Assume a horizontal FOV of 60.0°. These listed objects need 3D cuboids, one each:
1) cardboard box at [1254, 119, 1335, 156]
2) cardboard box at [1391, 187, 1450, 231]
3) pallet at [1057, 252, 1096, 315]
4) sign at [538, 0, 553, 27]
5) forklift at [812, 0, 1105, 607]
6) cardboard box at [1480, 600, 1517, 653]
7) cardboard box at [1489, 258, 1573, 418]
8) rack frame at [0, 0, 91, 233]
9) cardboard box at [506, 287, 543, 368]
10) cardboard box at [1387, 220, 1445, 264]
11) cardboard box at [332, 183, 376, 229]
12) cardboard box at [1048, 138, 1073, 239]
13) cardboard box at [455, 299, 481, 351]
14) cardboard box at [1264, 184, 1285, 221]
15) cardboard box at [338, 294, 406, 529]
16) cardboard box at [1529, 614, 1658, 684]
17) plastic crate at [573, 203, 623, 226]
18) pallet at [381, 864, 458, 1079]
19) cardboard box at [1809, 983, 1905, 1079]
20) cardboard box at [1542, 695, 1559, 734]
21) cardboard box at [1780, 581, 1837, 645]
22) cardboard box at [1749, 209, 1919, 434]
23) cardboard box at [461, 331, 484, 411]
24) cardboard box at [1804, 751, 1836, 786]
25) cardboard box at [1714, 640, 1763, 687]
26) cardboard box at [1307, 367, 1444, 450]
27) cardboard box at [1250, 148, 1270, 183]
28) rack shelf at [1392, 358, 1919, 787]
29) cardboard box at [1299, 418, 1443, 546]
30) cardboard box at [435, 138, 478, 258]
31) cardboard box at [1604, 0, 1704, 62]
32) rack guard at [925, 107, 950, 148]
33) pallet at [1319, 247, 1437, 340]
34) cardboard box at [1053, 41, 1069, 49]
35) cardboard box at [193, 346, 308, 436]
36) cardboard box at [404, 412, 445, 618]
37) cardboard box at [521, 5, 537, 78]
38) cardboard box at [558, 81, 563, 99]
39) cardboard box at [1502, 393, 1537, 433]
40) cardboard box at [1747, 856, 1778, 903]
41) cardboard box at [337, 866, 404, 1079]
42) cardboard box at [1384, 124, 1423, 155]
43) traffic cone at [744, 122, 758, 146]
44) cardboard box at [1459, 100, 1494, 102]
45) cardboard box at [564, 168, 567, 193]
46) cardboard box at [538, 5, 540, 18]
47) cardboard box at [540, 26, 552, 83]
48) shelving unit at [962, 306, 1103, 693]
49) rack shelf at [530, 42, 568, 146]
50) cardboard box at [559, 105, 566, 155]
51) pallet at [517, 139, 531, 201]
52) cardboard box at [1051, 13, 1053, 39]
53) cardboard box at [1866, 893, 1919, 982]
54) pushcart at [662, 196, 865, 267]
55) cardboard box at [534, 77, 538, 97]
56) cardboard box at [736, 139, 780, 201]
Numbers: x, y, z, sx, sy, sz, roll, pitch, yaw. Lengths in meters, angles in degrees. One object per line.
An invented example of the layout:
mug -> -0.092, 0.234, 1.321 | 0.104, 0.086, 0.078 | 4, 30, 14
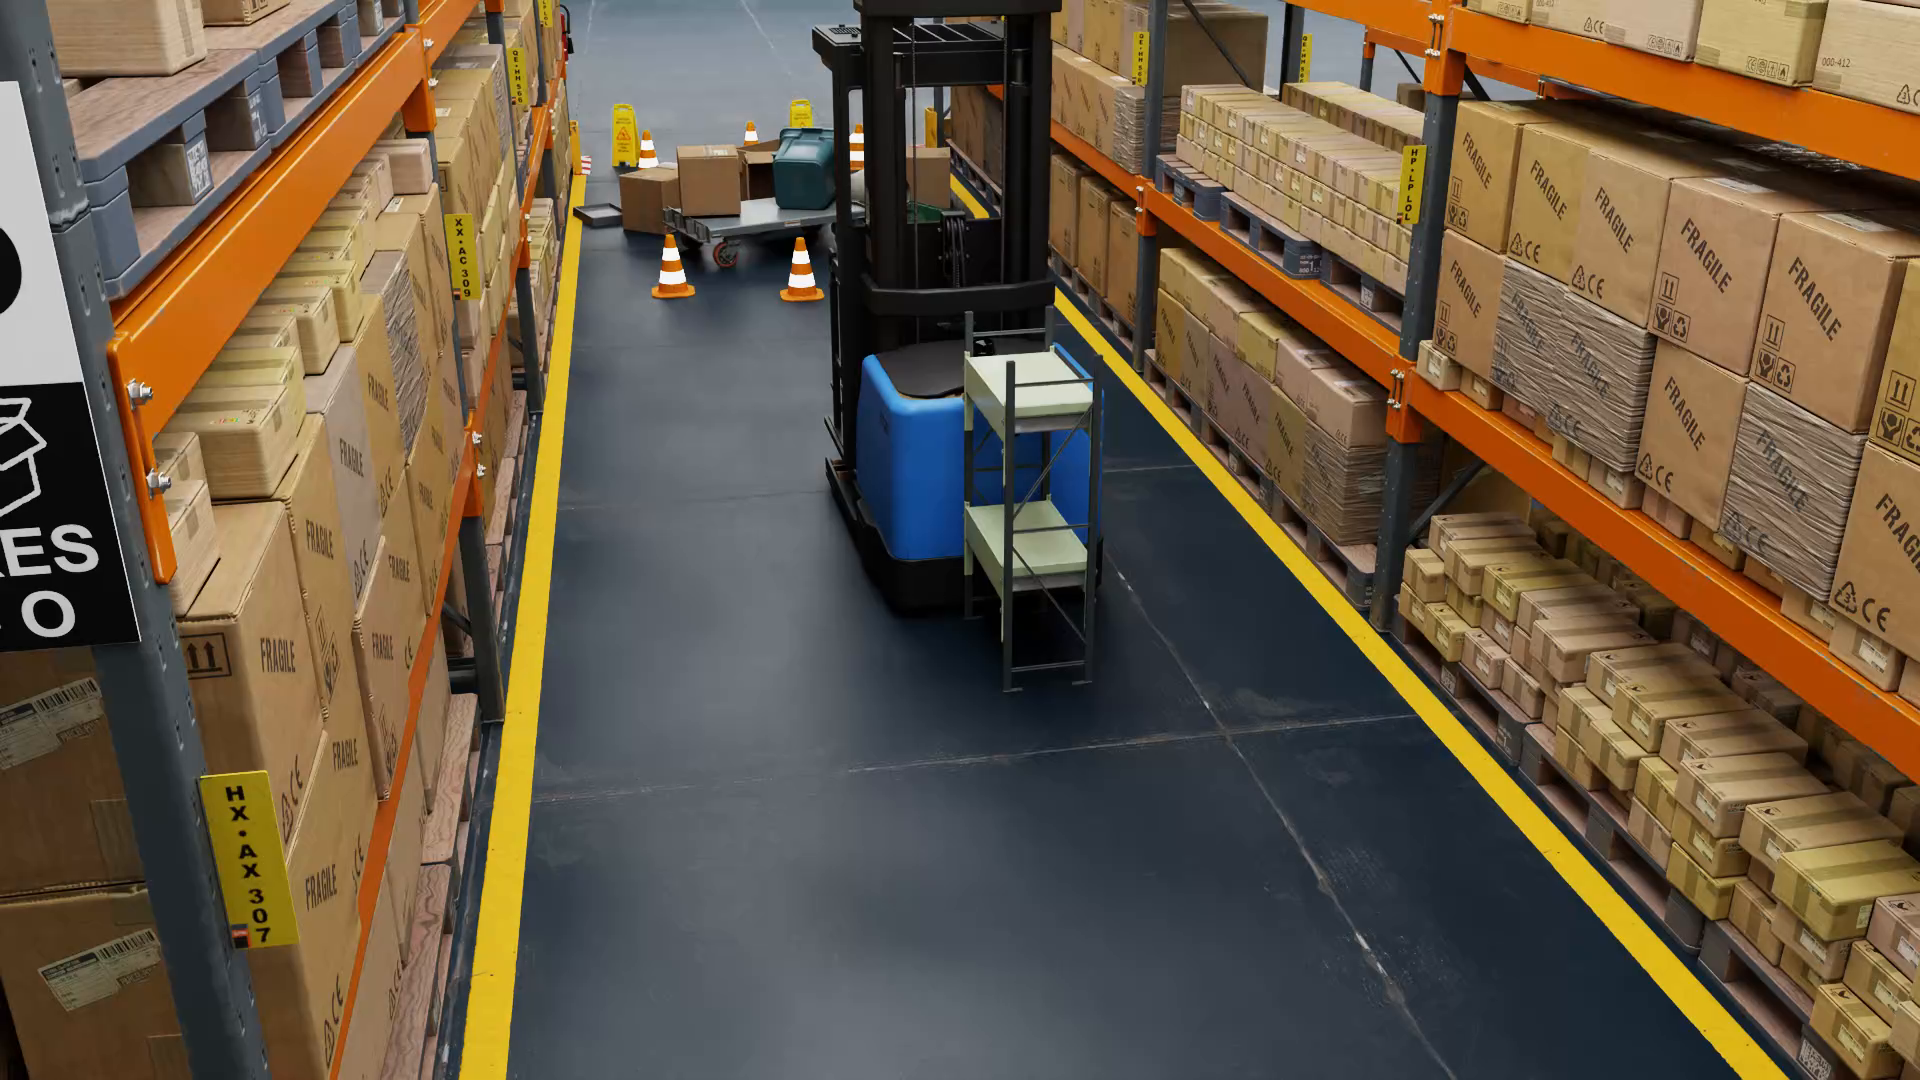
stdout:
cardboard box -> 1.831, -2.205, 9.098 | 0.380, 0.149, 0.250 | -4, 24, -8
cardboard box -> 2.164, -1.488, 7.456 | 0.380, 0.149, 0.250 | -3, 24, -7
pallet -> 1.397, -2.085, 13.260 | 1.003, 0.211, 1.213 | -4, 24, -10
sign -> -3.350, -4.309, 13.421 | 0.100, 0.325, 0.005 | -4, 24, -10
forklift -> -0.141, -1.589, 8.725 | 1.130, 2.935, 3.031 | -5, 24, -12
cardboard box -> 2.399, 0.335, 6.901 | 0.380, 0.149, 0.250 | -4, 24, -10
cardboard box -> 2.373, -0.770, 6.268 | 0.500, 0.500, 0.500 | -4, 24, -10
rack frame -> -1.676, -1.765, 1.548 | 1.000, 3.000, 0.127 | -4, 24, -10
cardboard box -> -3.250, -1.374, 10.906 | 0.950, 0.372, 0.625 | -6, 24, -13
cardboard box -> 2.163, -1.351, 7.512 | 0.380, 0.149, 0.250 | -4, 24, -8
cardboard box -> -2.003, -0.984, 5.070 | 0.380, 0.149, 0.250 | -5, 24, -10
cardboard box -> 1.154, -3.066, 14.308 | 1.050, 0.750, 0.750 | -4, 24, -10
cardboard box -> -2.220, -0.943, 6.725 | 0.500, 0.250, 0.500 | -5, 24, -11
cardboard box -> 1.869, -1.831, 8.984 | 0.380, 0.149, 0.250 | -5, 24, -11
cardboard box -> -1.783, -0.330, 4.384 | 0.500, 0.500, 0.500 | -4, 24, -10
cardboard box -> 2.416, 0.413, 6.351 | 0.380, 0.149, 0.250 | -4, 24, -9
plastic crate -> -3.379, -3.076, 15.693 | 0.402, 0.080, 0.583 | -13, 27, -28
pallet -> -2.123, 1.475, 5.110 | 1.003, 0.211, 1.213 | -4, 24, -10
cardboard box -> 2.721, 1.407, 4.818 | 0.380, 0.149, 0.250 | -4, 24, -8
cardboard box -> 2.509, 0.684, 6.474 | 0.380, 0.149, 0.250 | -5, 24, -12
cardboard box -> 2.672, 0.183, 4.896 | 0.380, 0.149, 0.250 | -5, 24, -12
cardboard box -> 2.642, -0.627, 4.692 | 0.500, 0.500, 0.500 | -3, 24, -7
cardboard box -> -2.237, -0.713, 6.822 | 0.500, 0.250, 0.500 | -5, 24, -11
cardboard box -> 3.024, 0.819, 5.792 | 0.380, 0.149, 0.250 | -3, 24, -7
cardboard box -> 3.066, 0.475, 6.210 | 0.380, 0.149, 0.250 | -5, 24, -12
cardboard box -> 2.044, -0.660, 8.175 | 0.500, 0.250, 0.500 | -5, 24, -11
cardboard box -> 1.822, -2.071, 9.161 | 0.380, 0.149, 0.250 | -5, 24, -10
rack shelf -> 2.800, 0.121, 5.623 | 1.077, 0.370, 4.000 | -4, 24, -10
cardboard box -> 2.046, -0.315, 8.321 | 0.500, 0.500, 0.500 | -5, 24, -11
cardboard box -> -2.214, -1.287, 6.576 | 0.500, 0.500, 0.500 | -4, 24, -9
cardboard box -> 2.435, -1.697, 5.327 | 0.500, 0.250, 0.500 | -3, 24, -7
rack guard -> 0.207, -4.579, 18.610 | 1.175, 0.500, 0.348 | -4, 24, -10
pallet -> 2.432, -1.219, 8.032 | 1.003, 0.211, 1.213 | -4, 24, -10
cardboard box -> 0.878, -3.762, 13.492 | 0.500, 0.500, 0.500 | -4, 24, -9
cardboard box -> -1.590, -0.288, 3.477 | 0.380, 0.149, 0.250 | -5, 24, -11
cardboard box -> -1.871, -0.073, 5.044 | 0.500, 0.500, 0.500 | -5, 24, -11
cardboard box -> -3.491, -3.751, 12.569 | 0.500, 0.500, 0.500 | -4, 24, -9
cardboard box -> -4.053, -4.348, 16.121 | 0.380, 0.149, 0.250 | -4, 24, -9
cardboard box -> 2.383, -0.547, 6.569 | 0.380, 0.149, 0.250 | -5, 24, -12
cardboard box -> 2.746, 1.052, 5.259 | 0.380, 0.149, 0.250 | -5, 24, -10
cardboard box -> -2.074, 1.355, 4.577 | 0.875, 0.438, 0.875 | -4, 24, -8
cardboard box -> 2.516, -2.148, 8.967 | 0.380, 0.149, 0.250 | -4, 24, -8
traffic cone -> -2.259, -4.289, 17.992 | 0.336, 0.463, 0.334 | -4, 24, -10
cardboard box -> 5.445, -4.362, 17.589 | 0.500, 0.500, 0.500 | -2, 24, -5
cardboard box -> -3.949, -3.338, 15.555 | 0.500, 0.250, 0.500 | -5, 24, -10
cardboard box -> -3.763, -4.565, 13.709 | 0.700, 0.500, 0.500 | -5, 24, -10
cardboard box -> -3.702, -4.112, 13.920 | 0.500, 0.500, 0.500 | -4, 24, -10
shelving unit -> 0.299, -0.186, 7.301 | 0.431, 1.500, 0.755 | -5, 24, -12
rack shelf -> -4.265, -4.193, 15.501 | 1.077, 0.370, 4.000 | -4, 24, -10
cardboard box -> -4.044, -3.885, 15.872 | 0.500, 0.500, 0.500 | -5, 24, -11
pallet -> -3.392, -2.347, 10.615 | 1.213, 0.211, 1.003 | -4, 24, -10
cardboard box -> 1.049, -4.451, 13.819 | 0.700, 0.500, 0.500 | -5, 24, -11
cardboard box -> 2.833, 1.127, 4.716 | 0.380, 0.149, 0.250 | -4, 24, -9
pushcart -> -1.663, -2.722, 14.512 | 1.648, 0.377, 0.936 | -13, 27, -28
cardboard box -> -3.414, -3.427, 12.639 | 0.380, 0.149, 0.250 | -5, 24, -11
cardboard box -> -1.822, -3.662, 16.505 | 0.637, 0.503, 0.797 | 18, 29, 36
